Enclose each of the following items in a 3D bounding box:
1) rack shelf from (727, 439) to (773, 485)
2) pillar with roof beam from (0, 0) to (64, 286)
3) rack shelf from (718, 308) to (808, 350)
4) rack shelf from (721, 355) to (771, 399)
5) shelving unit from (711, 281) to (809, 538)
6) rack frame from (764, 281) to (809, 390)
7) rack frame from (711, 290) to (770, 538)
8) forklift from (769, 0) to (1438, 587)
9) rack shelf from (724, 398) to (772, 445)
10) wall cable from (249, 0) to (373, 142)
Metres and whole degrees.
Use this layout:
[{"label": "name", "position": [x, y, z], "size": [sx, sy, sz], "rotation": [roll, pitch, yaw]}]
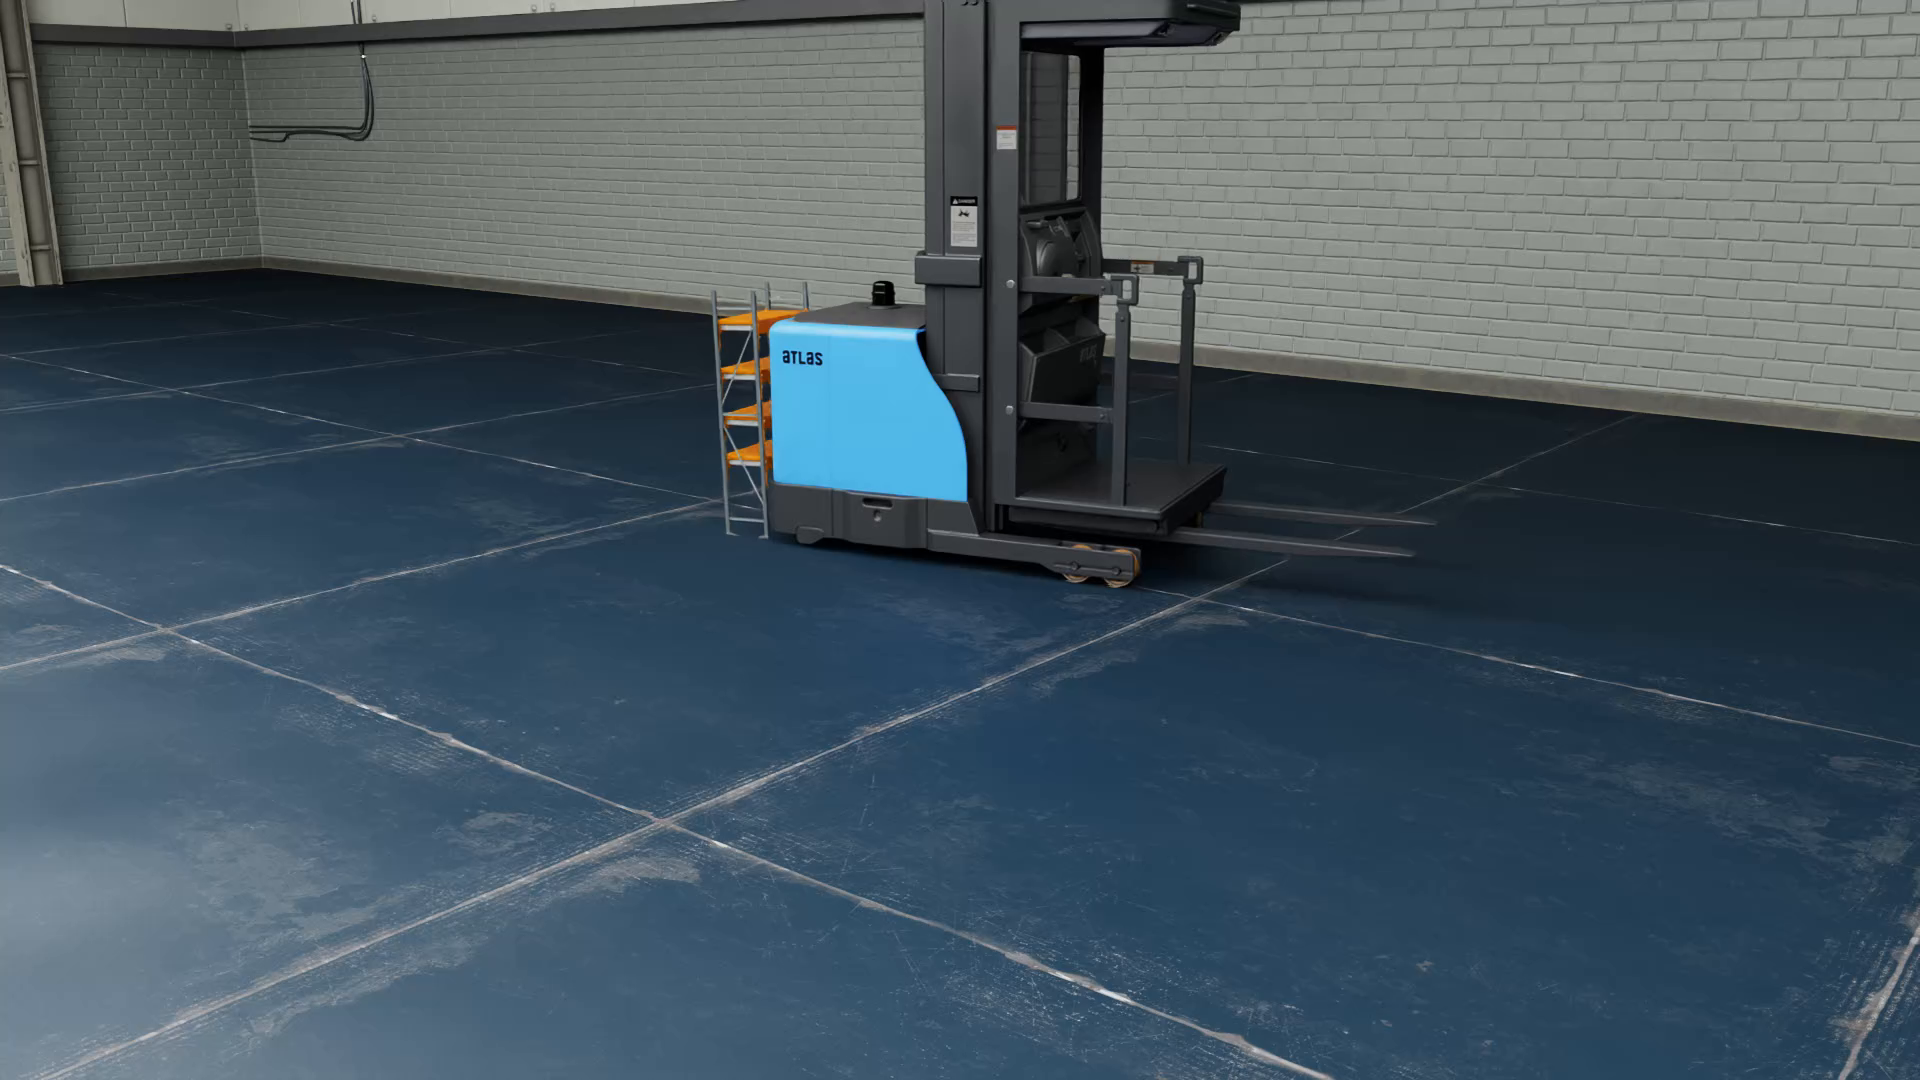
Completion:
[{"label": "rack shelf", "position": [-0.950, -0.399, 8.317], "size": [0.258, 0.148, 0.480], "rotation": [5, 15, 24]}, {"label": "pillar with roof beam", "position": [-8.002, -6.853, 16.824], "size": [9.100, 9.000, 0.400], "rotation": [11, 18, 38]}, {"label": "rack shelf", "position": [-0.969, -1.039, 8.163], "size": [0.258, 0.148, 0.480], "rotation": [5, 15, 24]}, {"label": "rack shelf", "position": [-0.962, -0.809, 8.218], "size": [0.258, 0.148, 0.480], "rotation": [5, 15, 24]}, {"label": "shelving unit", "position": [-0.958, -0.657, 8.255], "size": [0.258, 1.200, 0.503], "rotation": [5, 15, 24]}, {"label": "rack frame", "position": [-0.856, -0.711, 8.469], "size": [0.240, 1.200, 0.015], "rotation": [5, 15, 24]}, {"label": "rack frame", "position": [-1.060, -0.602, 8.040], "size": [0.240, 1.200, 0.015], "rotation": [5, 15, 24]}, {"label": "forklift", "position": [0.650, -1.363, 7.534], "size": [3.031, 2.935, 1.130], "rotation": [6, 16, 23]}, {"label": "rack shelf", "position": [-0.956, -0.592, 8.270], "size": [0.258, 0.148, 0.480], "rotation": [5, 15, 24]}, {"label": "wall cable", "position": [-8.471, -6.374, 21.244], "size": [3.097, 2.526, 0.112], "rotation": [11, 18, 38]}]
